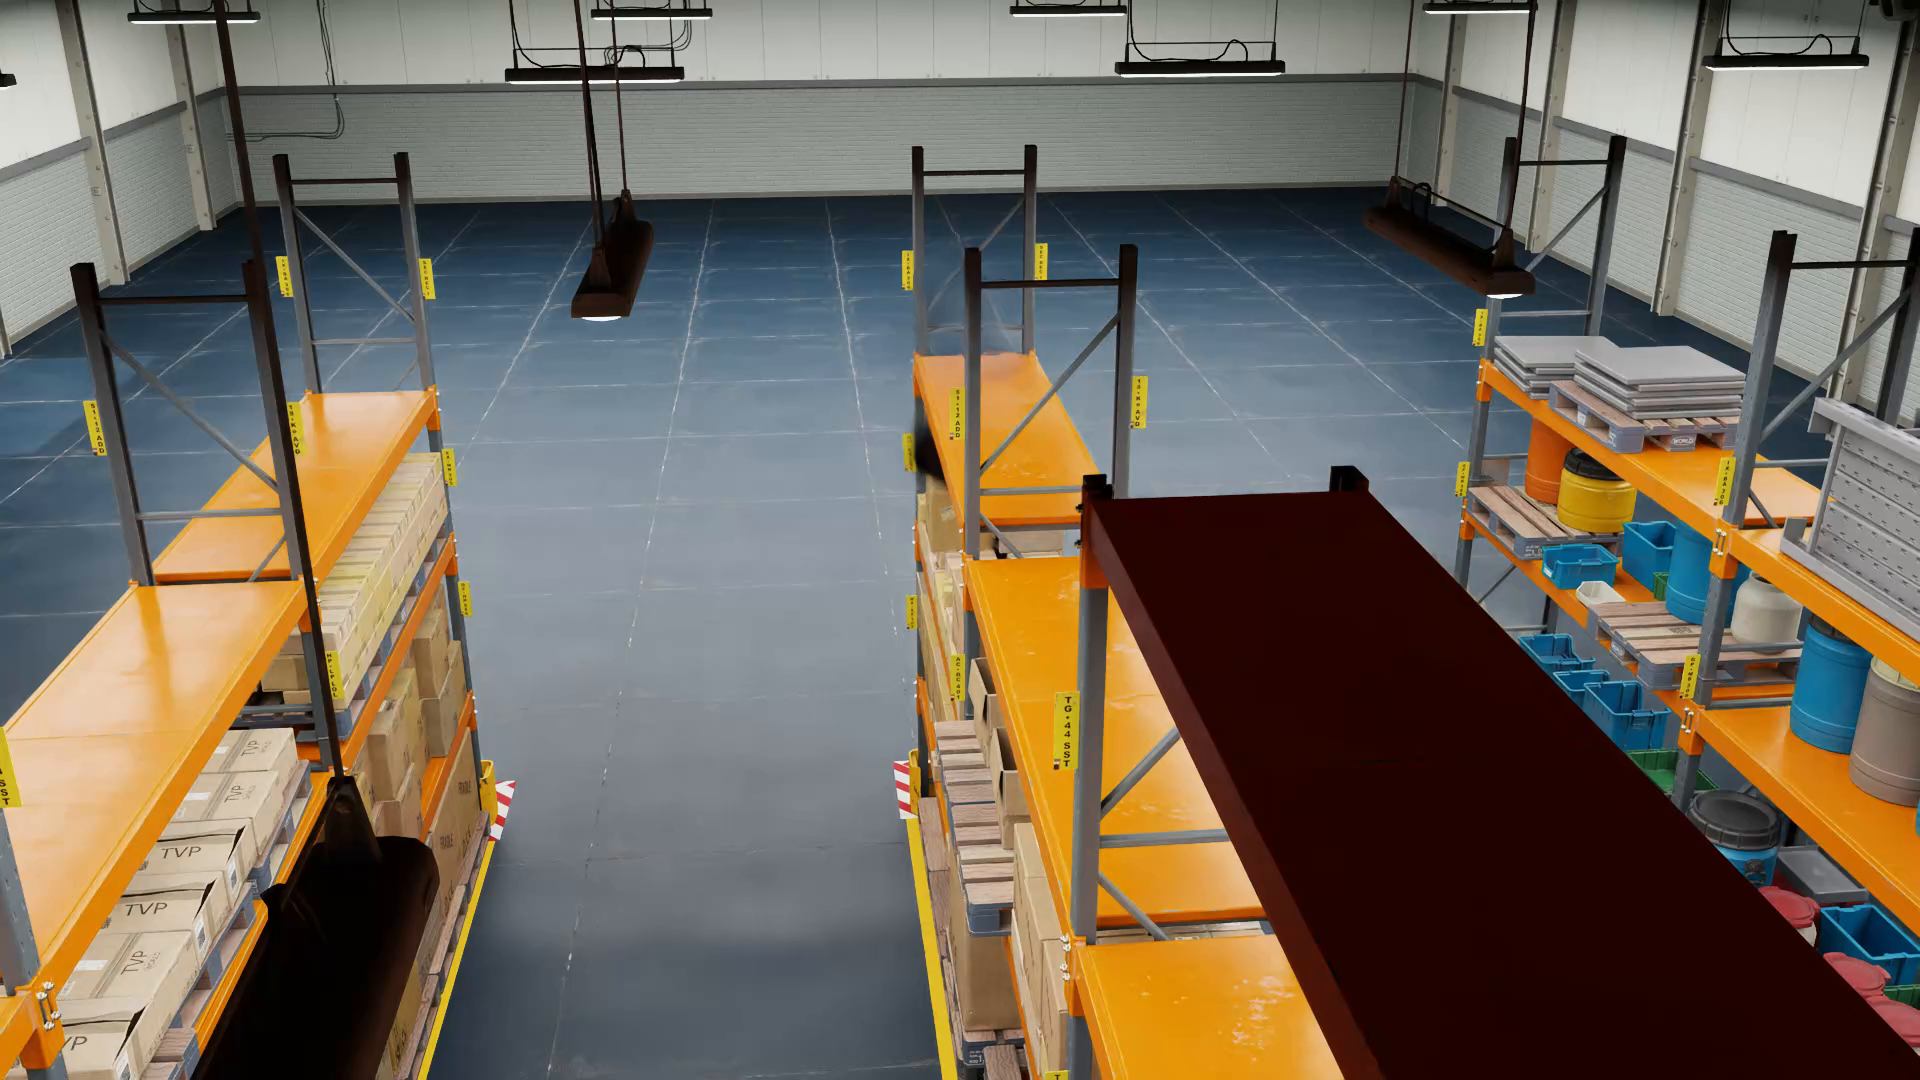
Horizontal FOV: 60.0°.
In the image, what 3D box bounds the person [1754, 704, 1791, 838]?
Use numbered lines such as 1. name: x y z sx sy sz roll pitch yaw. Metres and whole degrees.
1. person: 6.942 2.127 13.911 0.662 1.834 0.774 -5 22 -13
